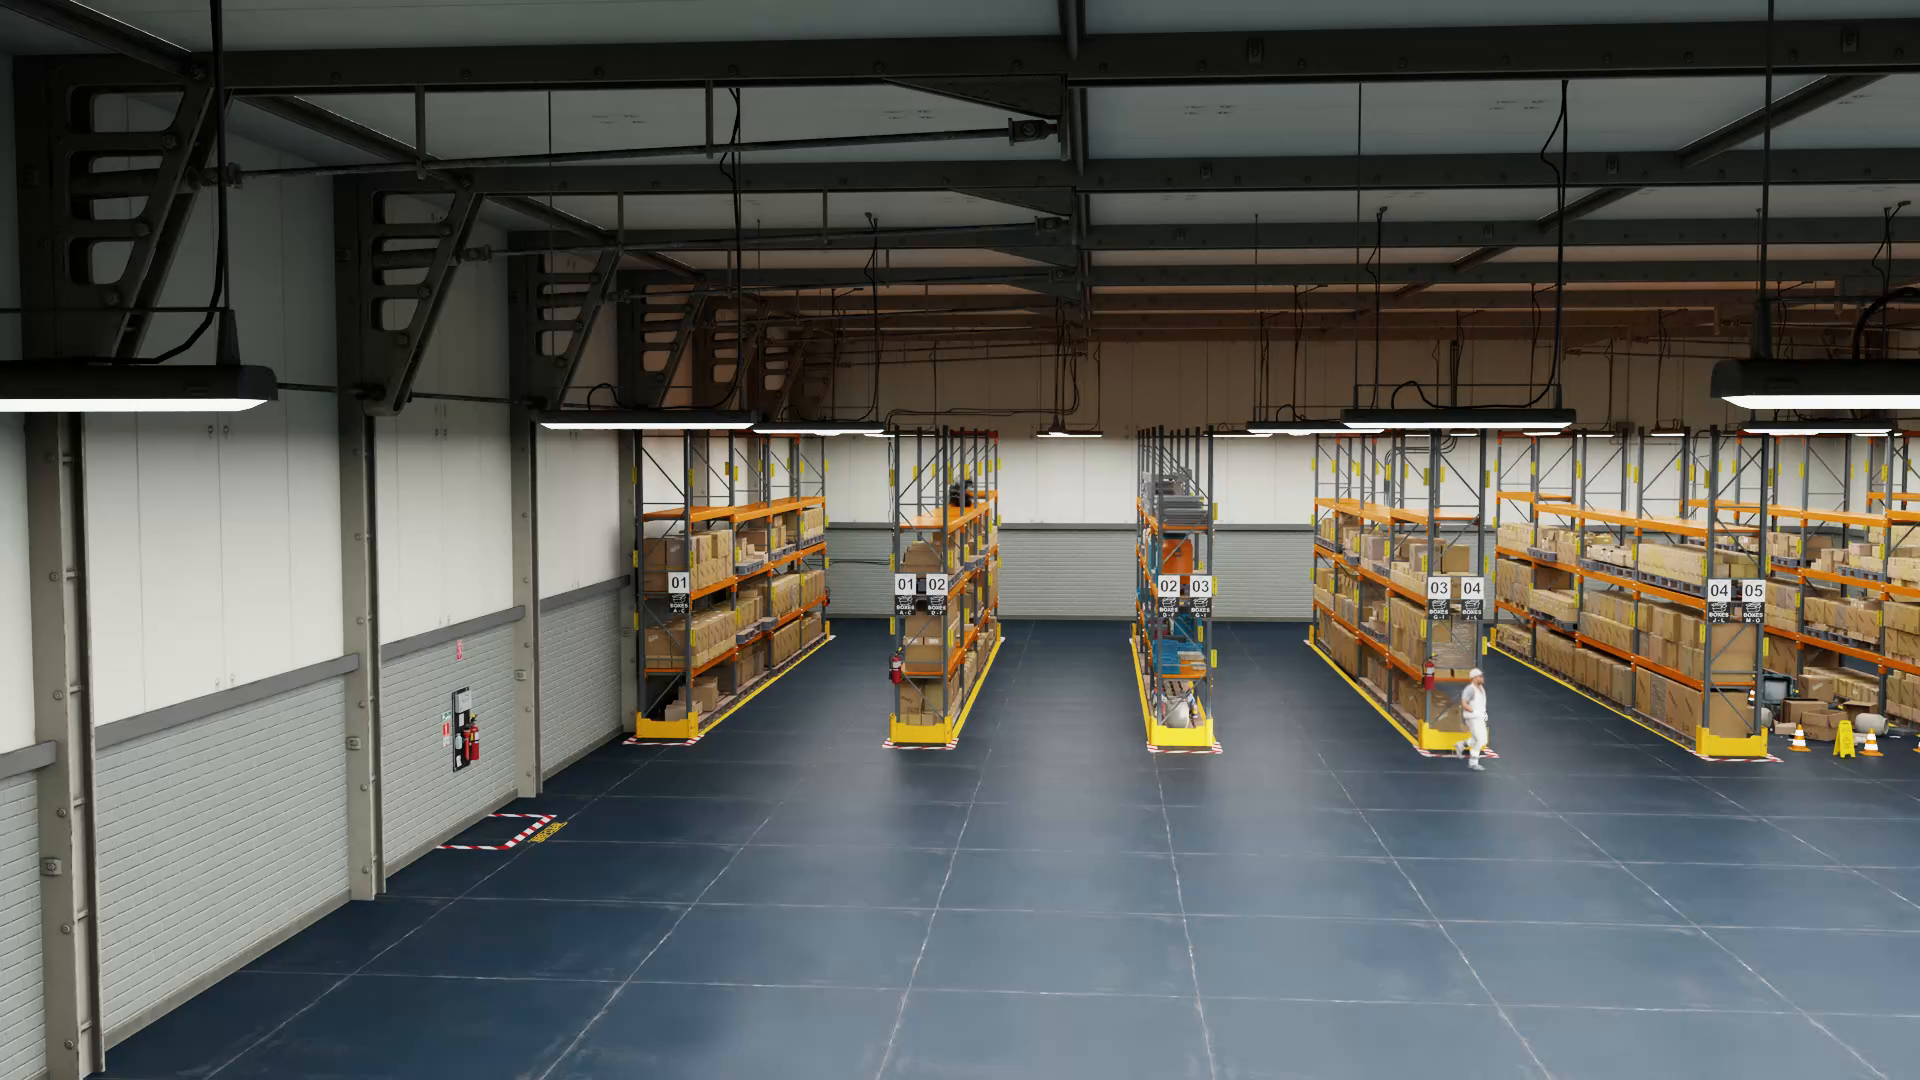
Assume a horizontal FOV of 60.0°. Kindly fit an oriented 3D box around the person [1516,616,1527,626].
[{"bbox_3d":[16.138,2.066,47.422,0.549,1.671,0.627,0,3,-4],"label":"person"}]

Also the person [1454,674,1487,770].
[{"bbox_3d":[8.971,3.142,29.103,0.621,1.697,0.707,3,5,43],"label":"person"}]

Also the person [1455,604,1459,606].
[{"bbox_3d":[13.442,2.212,44.893,0.493,1.689,0.846,1,3,11],"label":"person"}]
